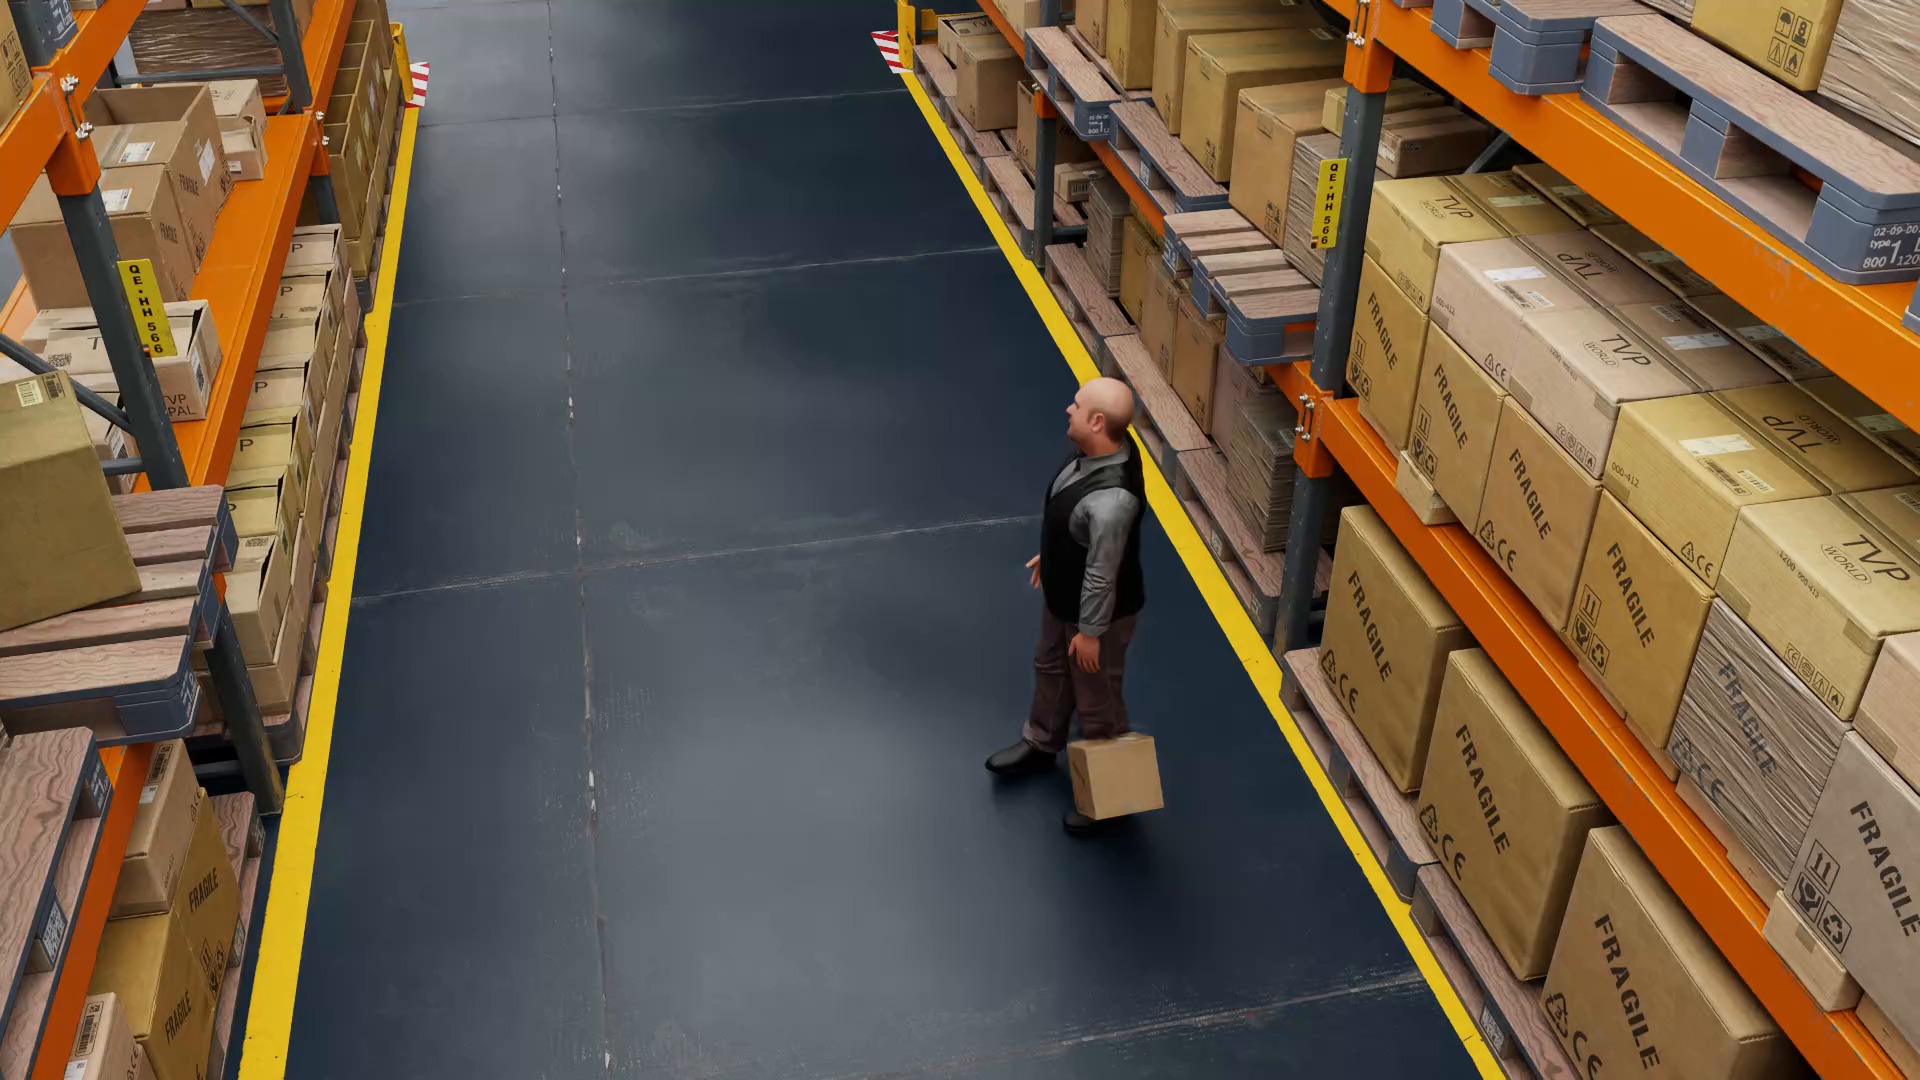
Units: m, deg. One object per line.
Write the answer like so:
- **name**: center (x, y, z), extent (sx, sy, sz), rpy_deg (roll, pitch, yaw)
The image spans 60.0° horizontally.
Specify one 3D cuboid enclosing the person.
- **person**: center (0.442, 0.276, 5.838), extent (0.385, 1.470, 0.564), rpy_deg (-3, 34, -4)
